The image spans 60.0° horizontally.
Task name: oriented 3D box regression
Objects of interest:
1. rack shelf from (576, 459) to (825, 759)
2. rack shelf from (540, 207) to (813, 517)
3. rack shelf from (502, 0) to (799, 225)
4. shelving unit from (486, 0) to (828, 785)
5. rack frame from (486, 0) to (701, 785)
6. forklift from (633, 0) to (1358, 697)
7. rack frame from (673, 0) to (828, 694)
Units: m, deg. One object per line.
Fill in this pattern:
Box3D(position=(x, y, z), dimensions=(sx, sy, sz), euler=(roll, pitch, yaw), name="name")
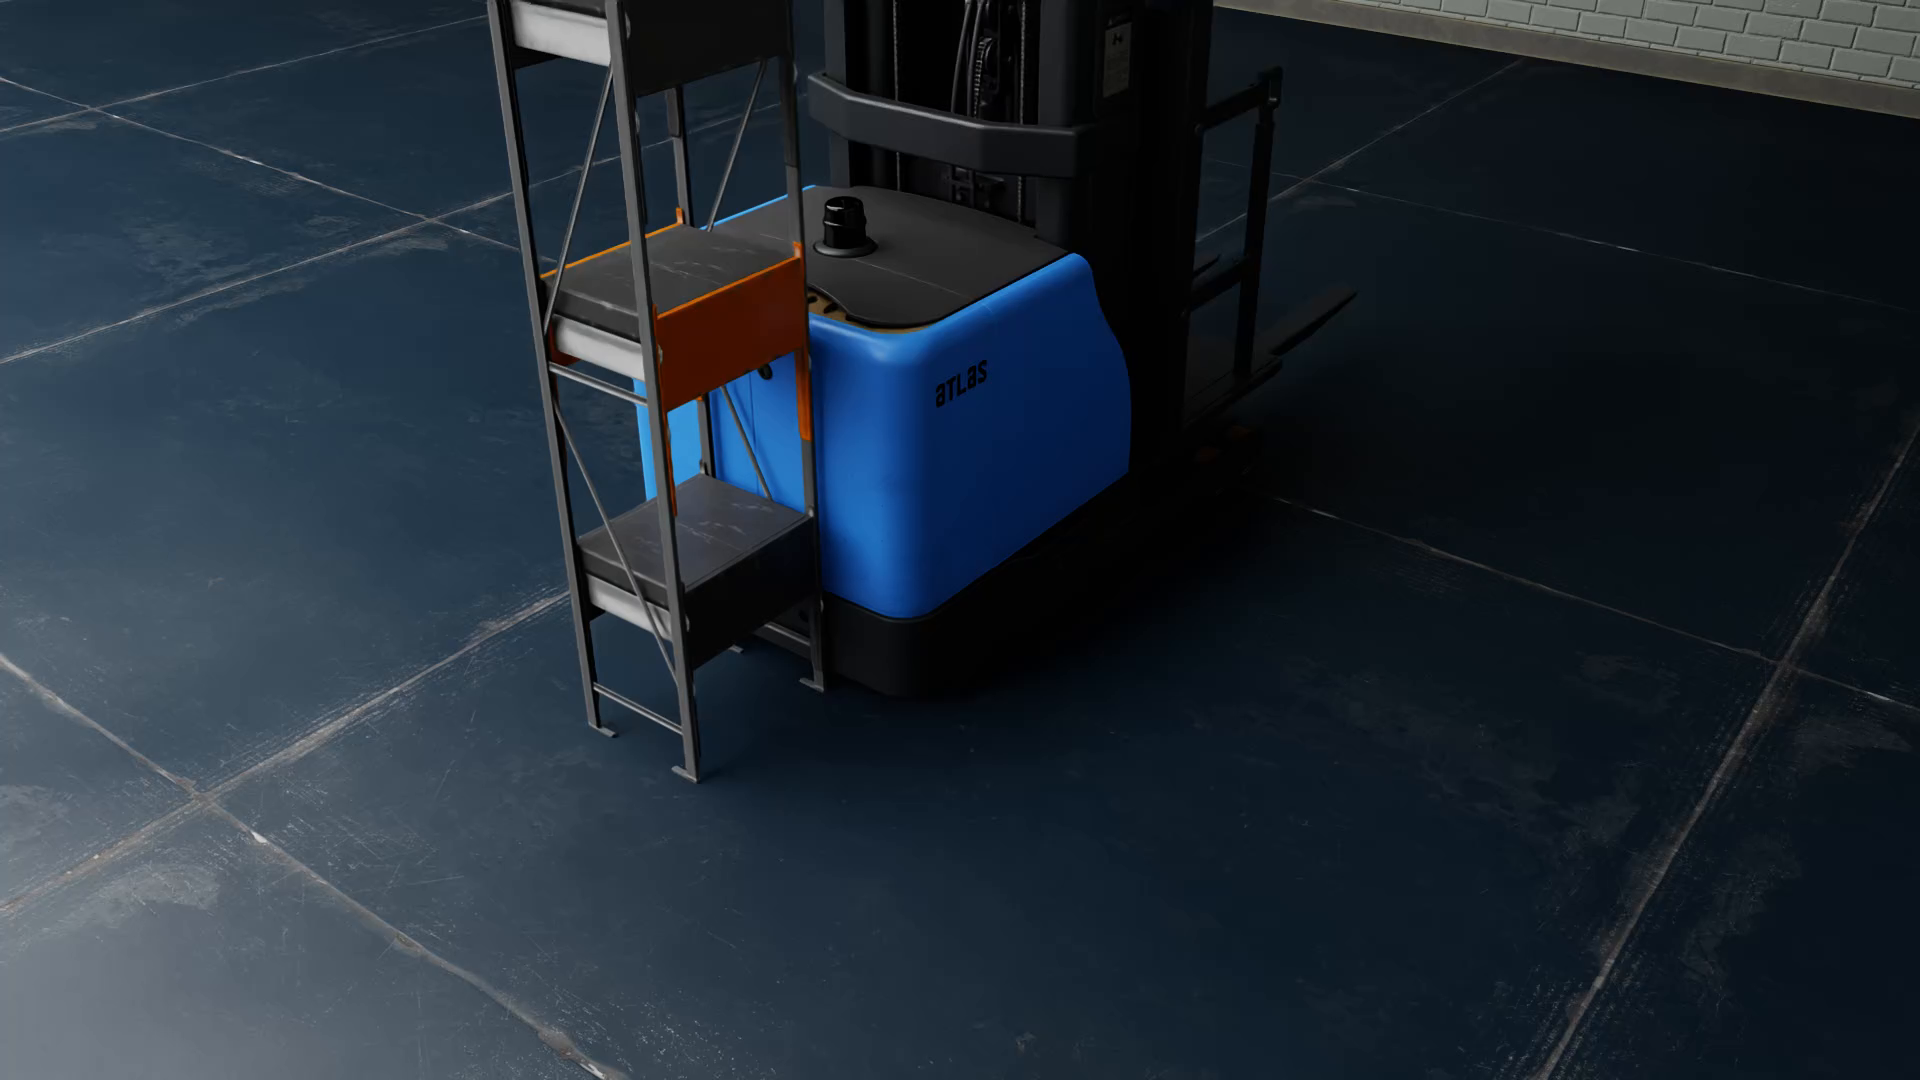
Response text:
Box3D(position=(-0.674, 0.166, 4.310), dimensions=(0.431, 0.518, 0.480), euler=(21, 37, 31), name="rack shelf")
Box3D(position=(-0.674, -0.436, 3.954), dimensions=(0.431, 0.518, 0.480), euler=(21, 37, 31), name="rack shelf")
Box3D(position=(-0.674, -1.039, 3.597), dimensions=(0.431, 0.518, 0.480), euler=(21, 37, 31), name="rack shelf")
Box3D(position=(-0.674, -0.448, 3.947), dimensions=(0.431, 2.100, 0.503), euler=(21, 37, 31), name="shelving unit")
Box3D(position=(-0.821, -0.349, 3.779), dimensions=(0.400, 2.100, 0.015), euler=(21, 37, 31), name="rack frame")
Box3D(position=(0.371, -1.537, 4.969), dimensions=(1.130, 2.935, 3.031), euler=(21, 37, 31), name="forklift")
Box3D(position=(-0.527, -0.547, 4.114), dimensions=(0.400, 2.100, 0.015), euler=(21, 37, 31), name="rack frame")
